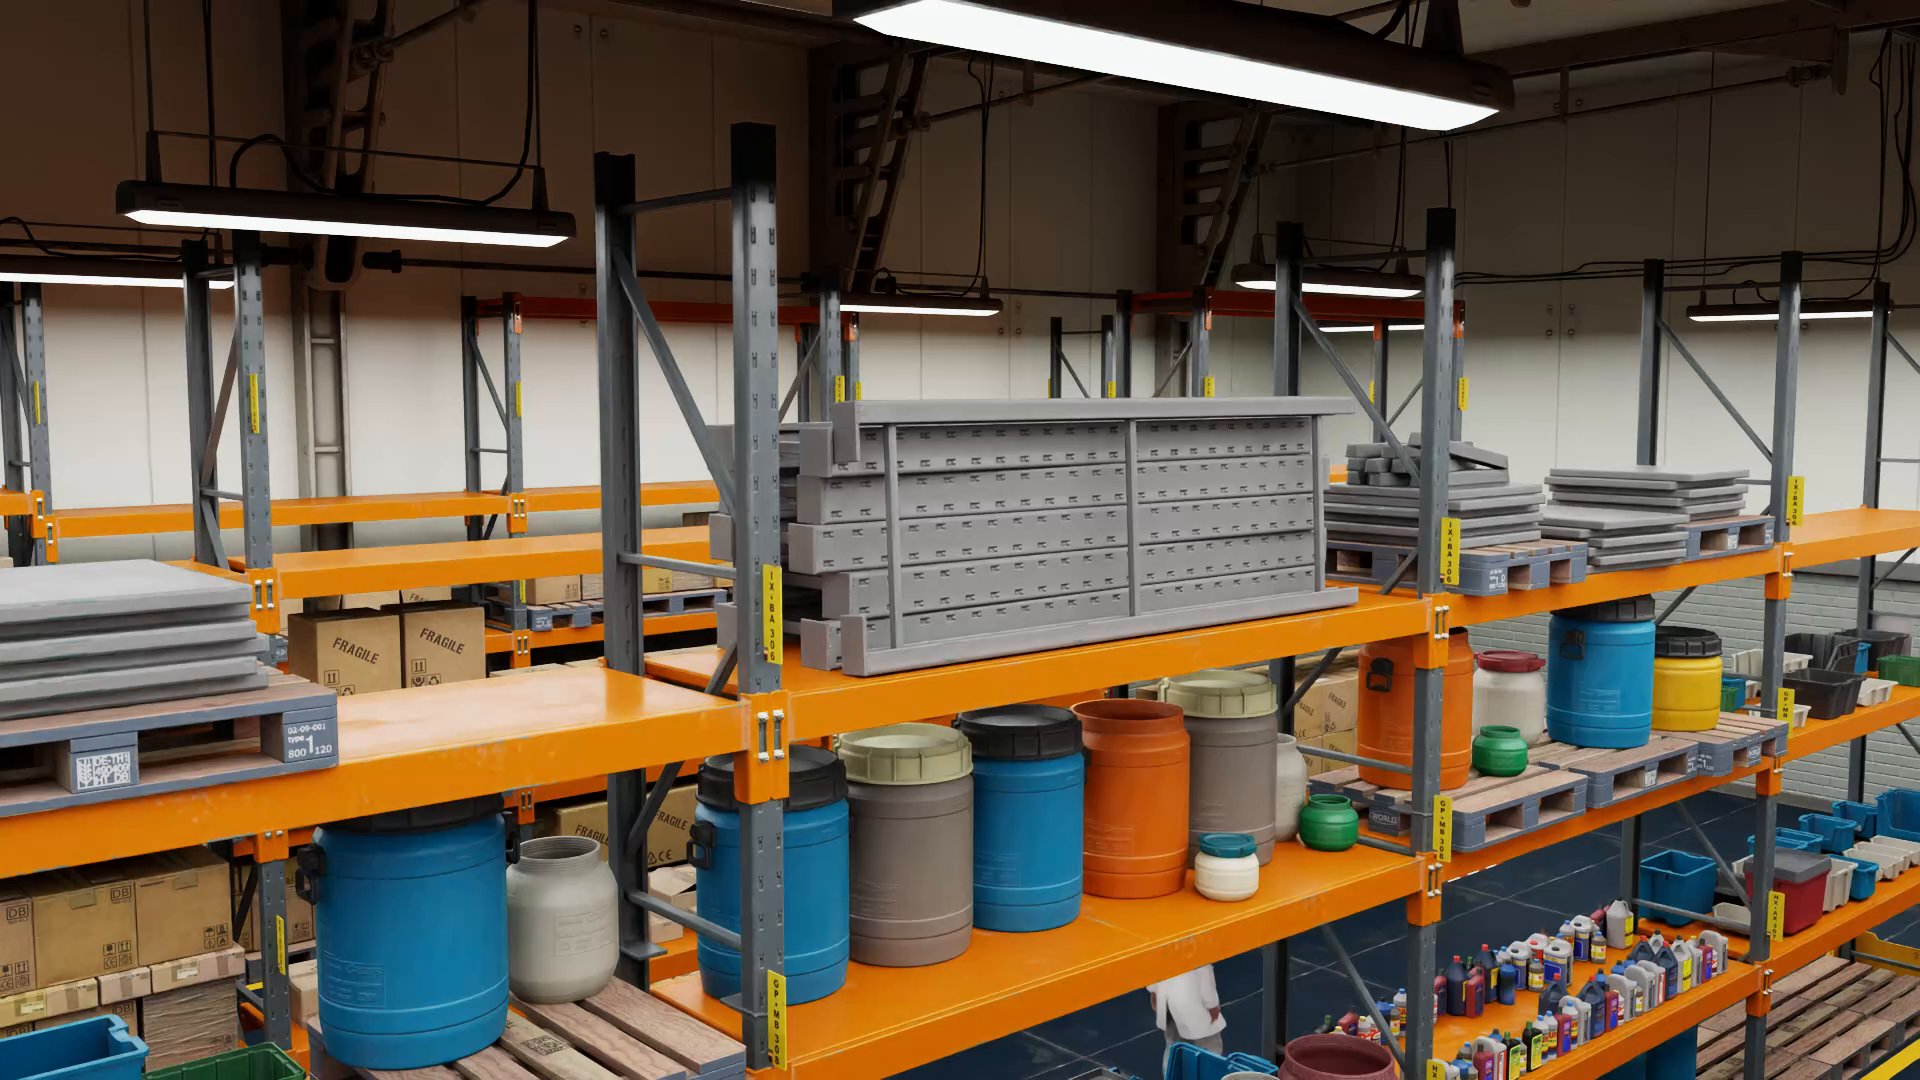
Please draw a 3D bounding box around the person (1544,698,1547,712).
[{"bbox_3d":[6.994,2.455,20.355,0.399,1.549,0.943,1,6,14],"label":"person"}]

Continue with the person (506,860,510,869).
[{"bbox_3d":[-3.926,3.019,13.779,0.445,1.677,0.499,-3,6,-29],"label":"person"}]

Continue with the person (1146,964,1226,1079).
[{"bbox_3d":[1.533,3.191,11.557,0.549,1.777,0.618,-4,7,-34],"label":"person"}]
